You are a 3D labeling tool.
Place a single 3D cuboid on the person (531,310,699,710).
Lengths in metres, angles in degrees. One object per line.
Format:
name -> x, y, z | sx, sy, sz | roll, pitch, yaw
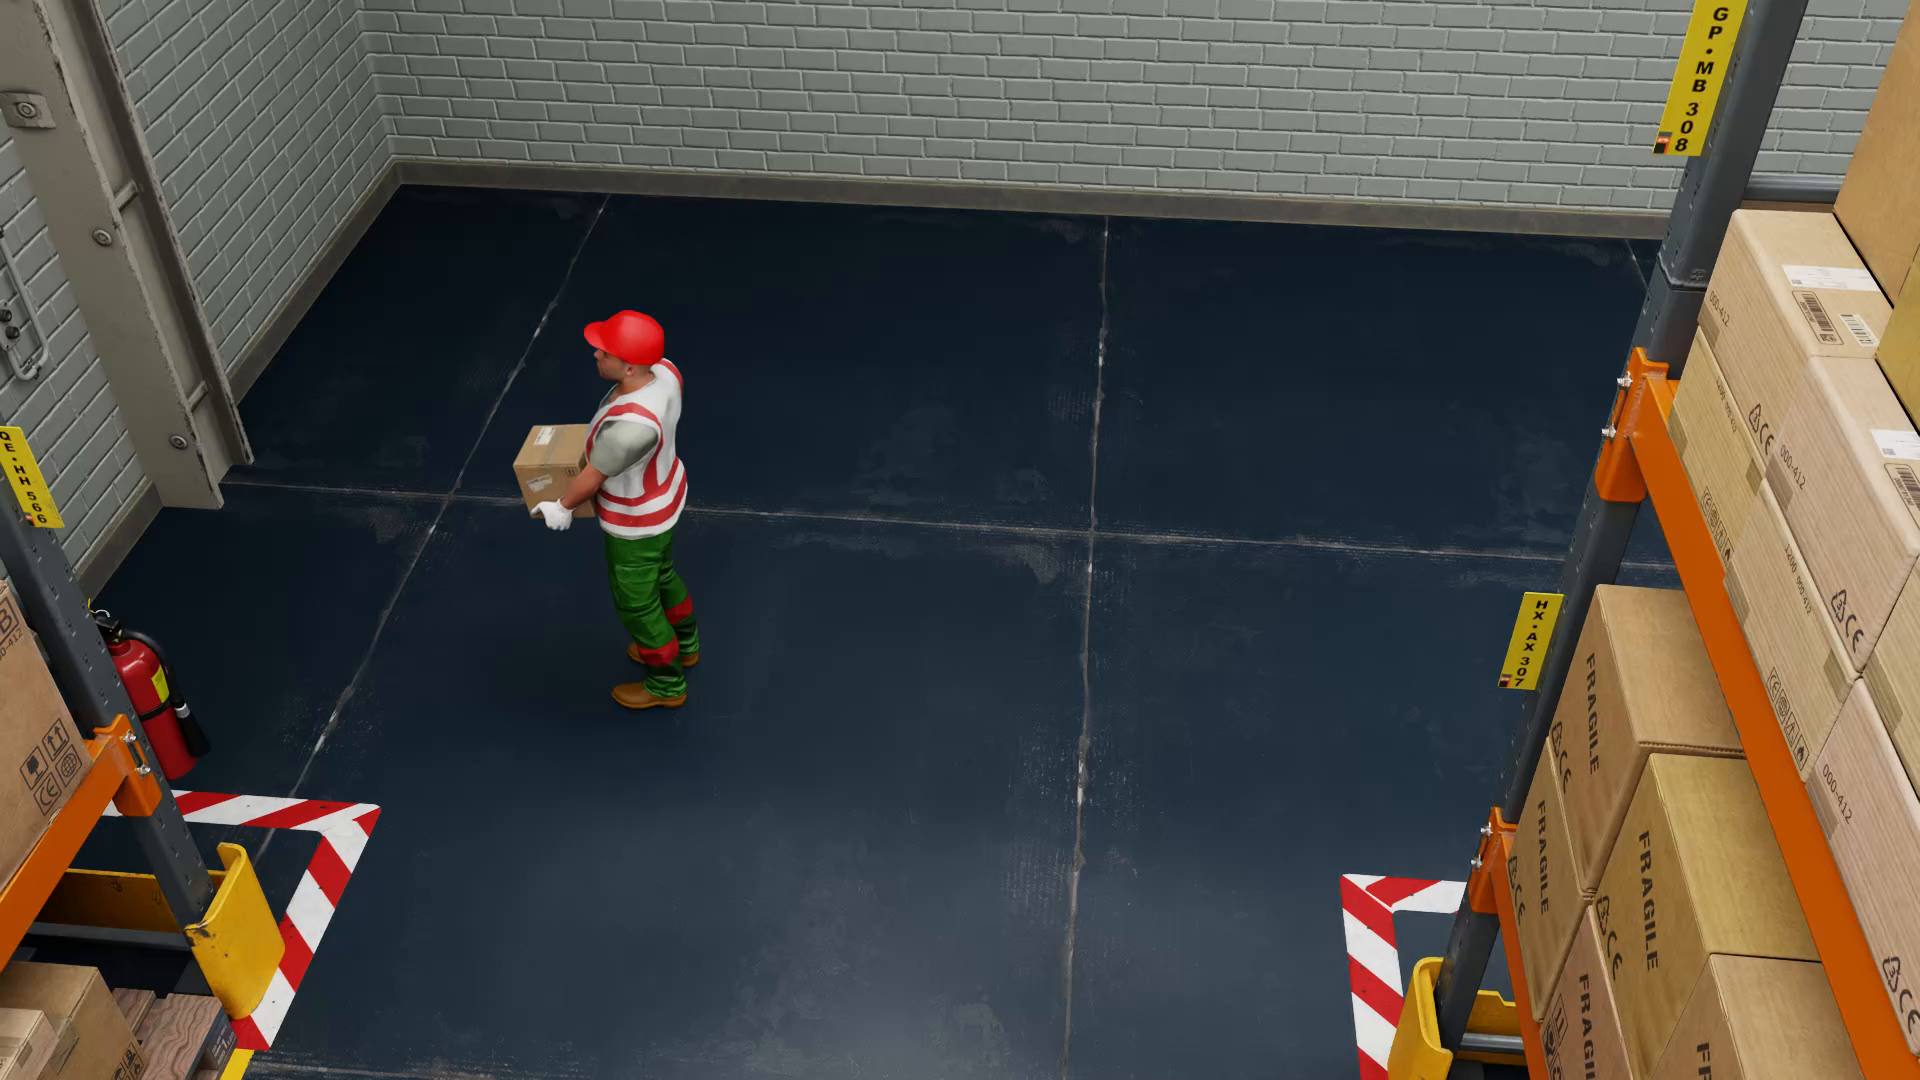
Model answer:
person -> -1.298, -0.106, 6.269 | 0.561, 1.782, 0.494 | 4, 40, 5
